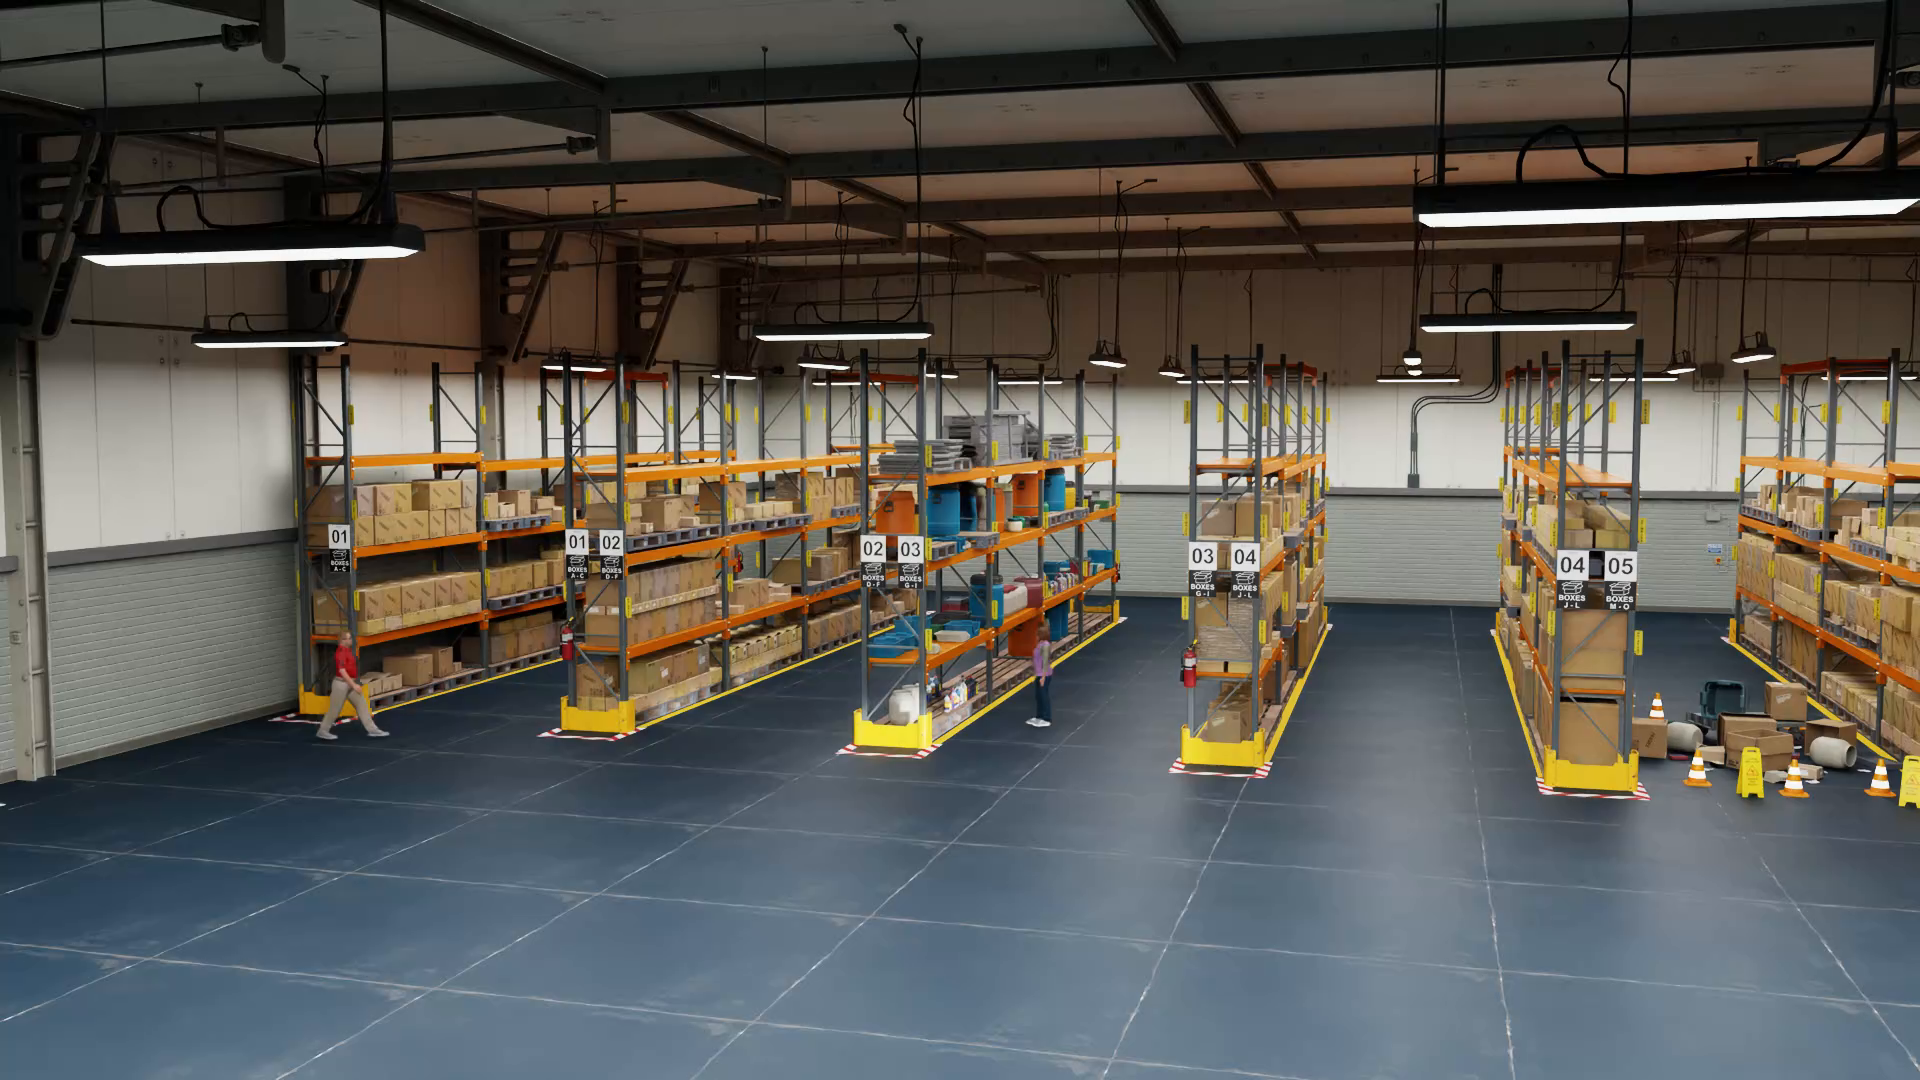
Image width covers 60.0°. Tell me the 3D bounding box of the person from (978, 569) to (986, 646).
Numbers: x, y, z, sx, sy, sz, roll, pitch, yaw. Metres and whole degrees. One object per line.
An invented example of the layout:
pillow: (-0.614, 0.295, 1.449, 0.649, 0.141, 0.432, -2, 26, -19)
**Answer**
person: (0.537, 1.461, 36.007, 0.400, 1.671, 0.456, -1, 4, -8)

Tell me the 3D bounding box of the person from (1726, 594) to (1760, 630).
person: (18.188, 1.251, 38.404, 0.876, 1.732, 0.614, 1, 4, 10)

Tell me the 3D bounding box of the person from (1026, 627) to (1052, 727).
person: (1.283, 2.180, 26.650, 0.376, 1.599, 0.479, -1, 4, -14)

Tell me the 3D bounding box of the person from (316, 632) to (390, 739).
person: (-9.375, 2.231, 25.529, 1.056, 1.657, 0.539, 1, 4, 8)
